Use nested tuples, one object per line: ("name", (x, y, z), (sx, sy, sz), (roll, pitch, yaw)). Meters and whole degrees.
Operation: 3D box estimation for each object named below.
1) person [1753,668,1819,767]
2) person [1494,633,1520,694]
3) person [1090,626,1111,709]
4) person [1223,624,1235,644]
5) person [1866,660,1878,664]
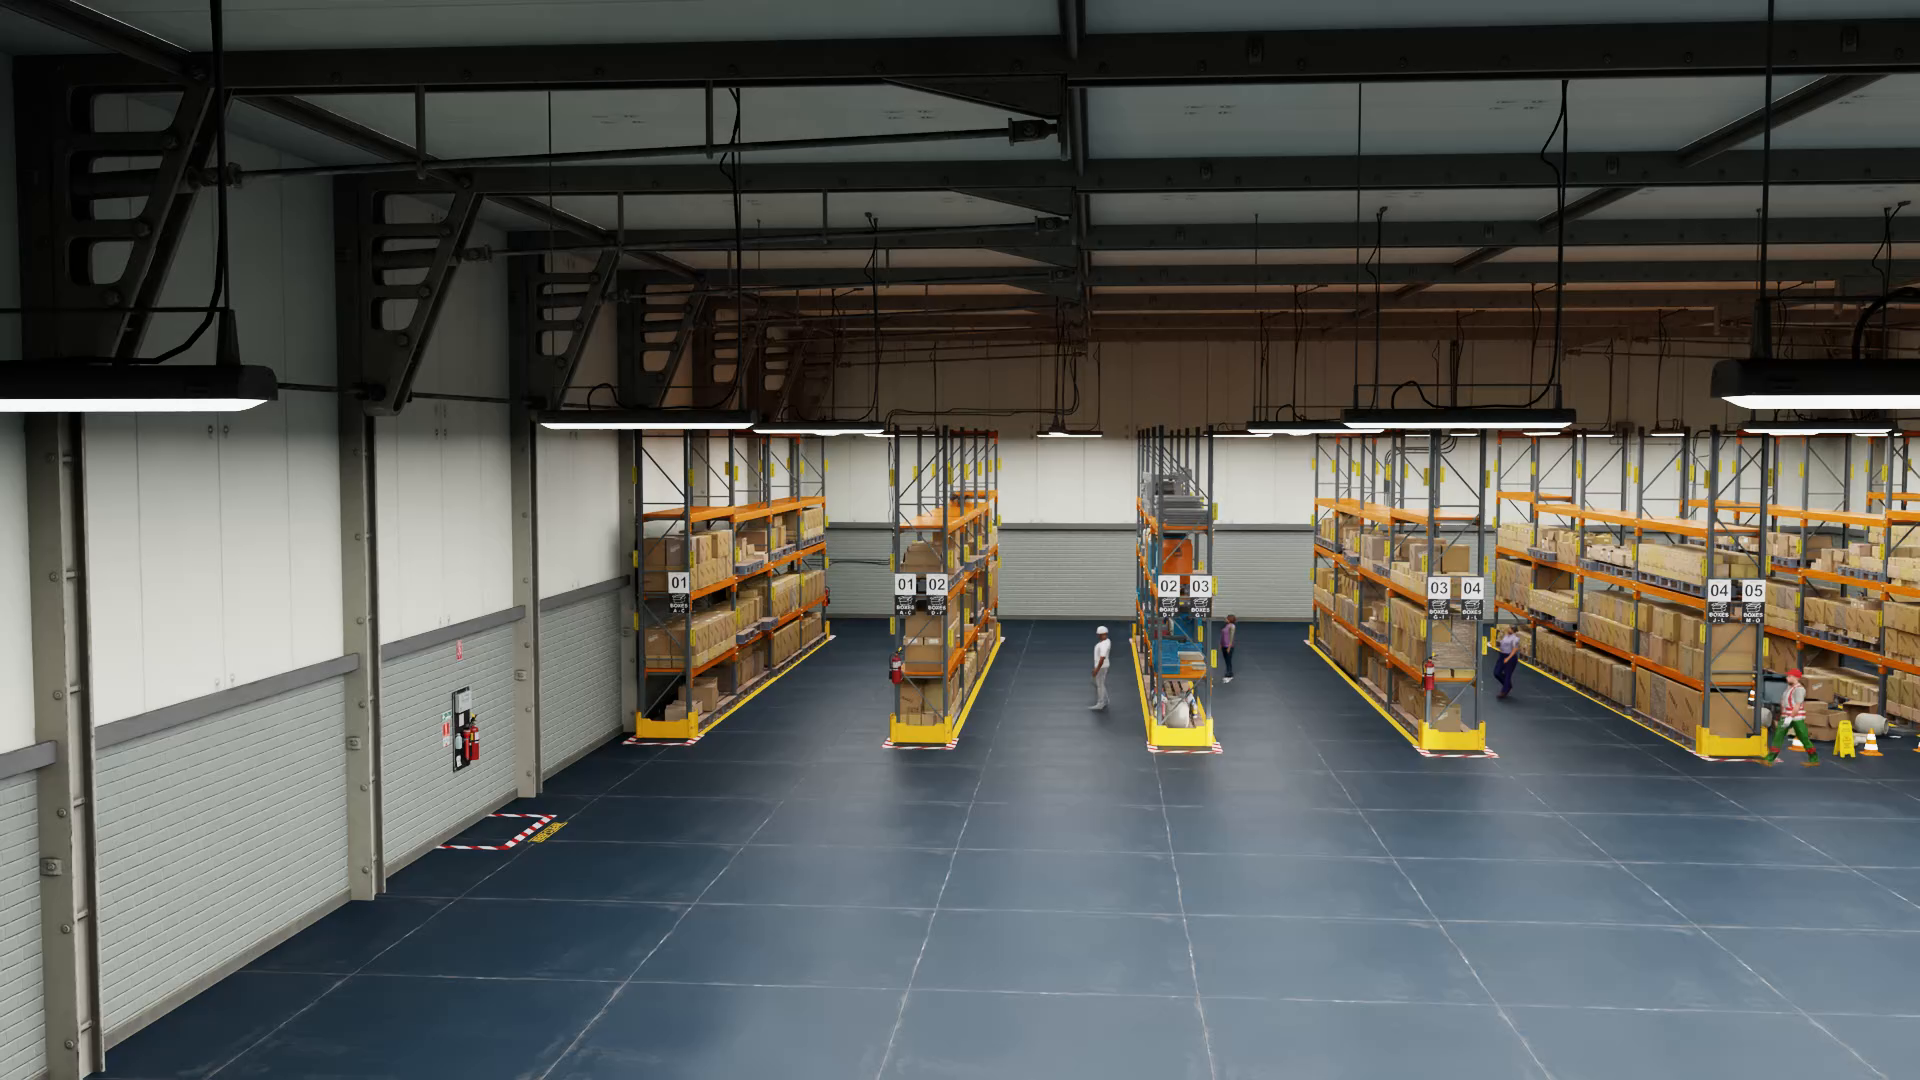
("person", (14.421, 3.098, 28.934), (1.043, 1.740, 0.467), (-1, 4, -12))
("person", (12.239, 2.752, 37.101), (0.430, 1.366, 0.514), (-2, 4, -29))
("person", (2.986, 2.727, 35.405), (0.457, 1.800, 0.620), (0, 3, 0))
("person", (6.383, 2.273, 39.510), (0.303, 0.524, 0.422), (-2, 4, -32))
("person", (22.954, 2.305, 41.838), (0.546, 1.593, 0.552), (-1, 4, -17))
